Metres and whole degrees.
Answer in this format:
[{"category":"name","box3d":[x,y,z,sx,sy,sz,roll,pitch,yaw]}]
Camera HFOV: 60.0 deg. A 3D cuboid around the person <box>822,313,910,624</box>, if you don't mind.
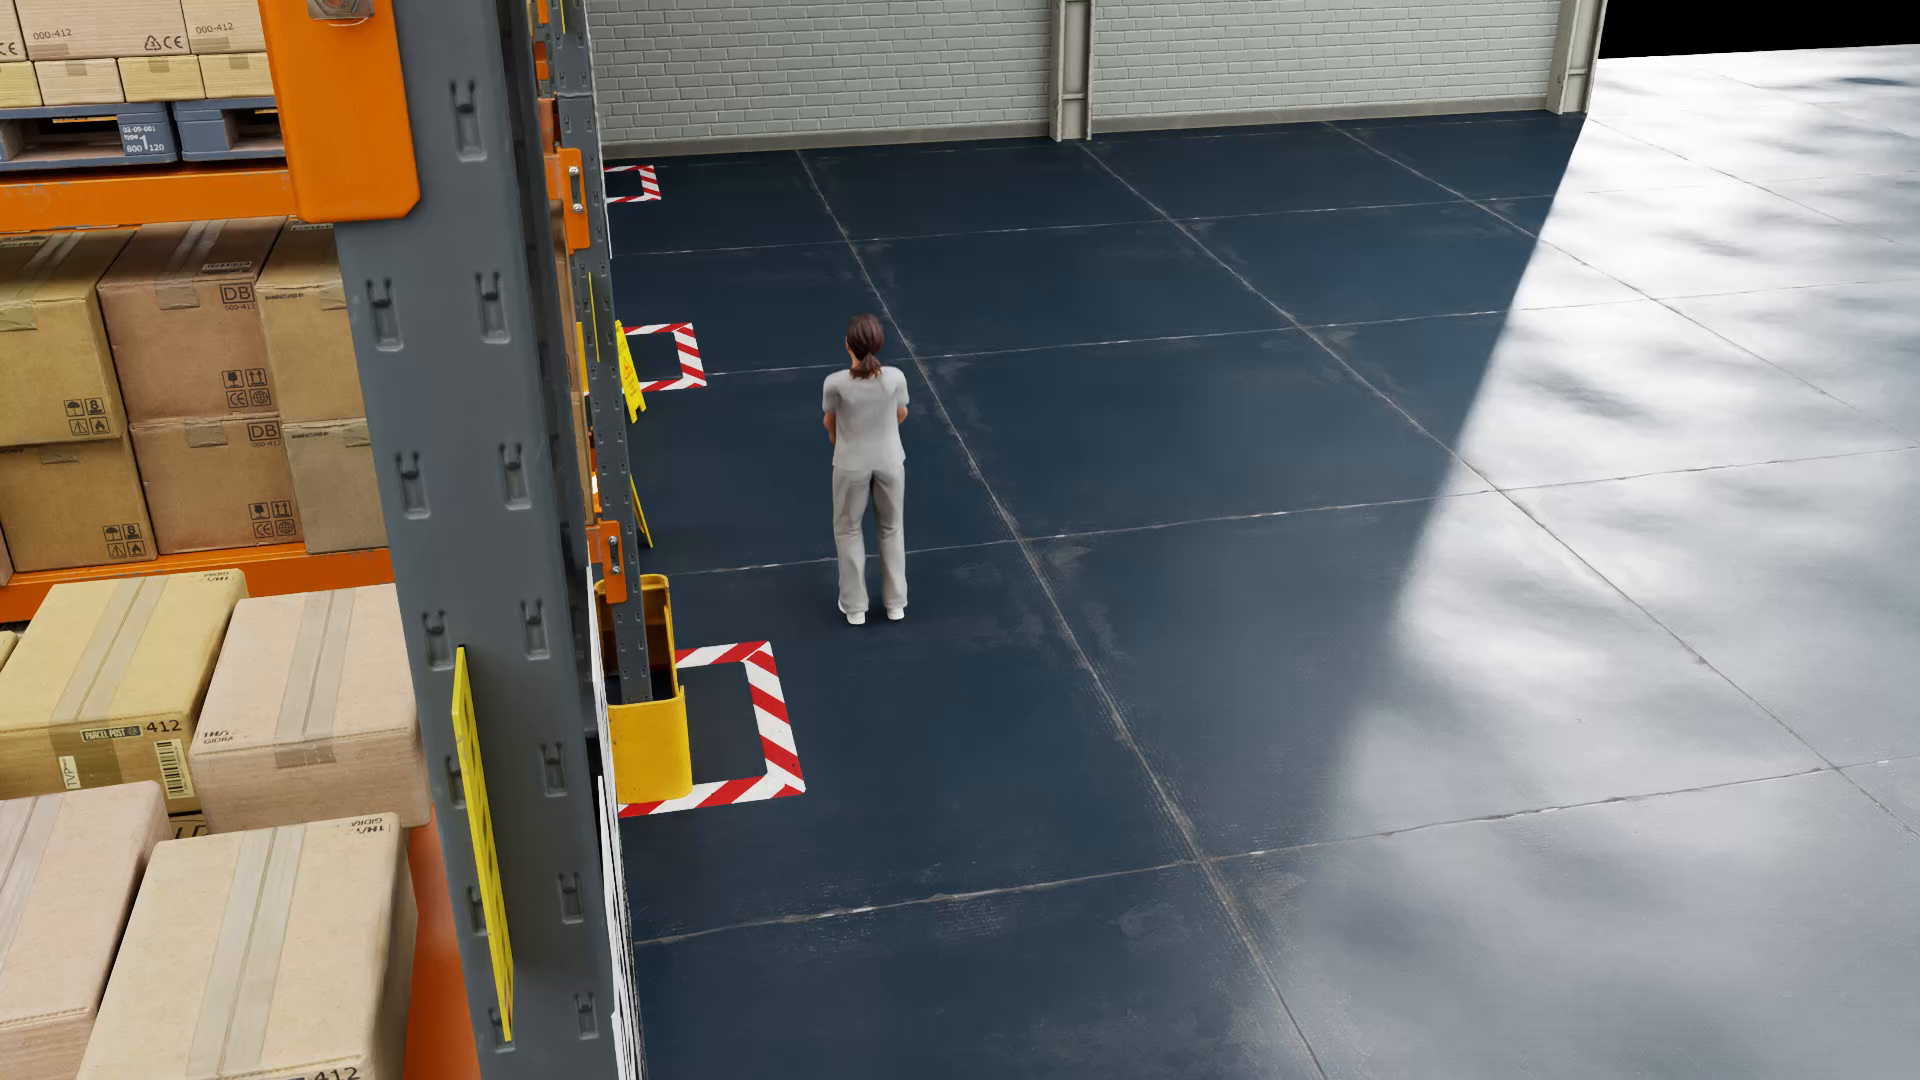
[{"category":"person","box3d":[-0.475,-0.386,8.395,0.436,1.664,0.558,-5,27,-11]}]
